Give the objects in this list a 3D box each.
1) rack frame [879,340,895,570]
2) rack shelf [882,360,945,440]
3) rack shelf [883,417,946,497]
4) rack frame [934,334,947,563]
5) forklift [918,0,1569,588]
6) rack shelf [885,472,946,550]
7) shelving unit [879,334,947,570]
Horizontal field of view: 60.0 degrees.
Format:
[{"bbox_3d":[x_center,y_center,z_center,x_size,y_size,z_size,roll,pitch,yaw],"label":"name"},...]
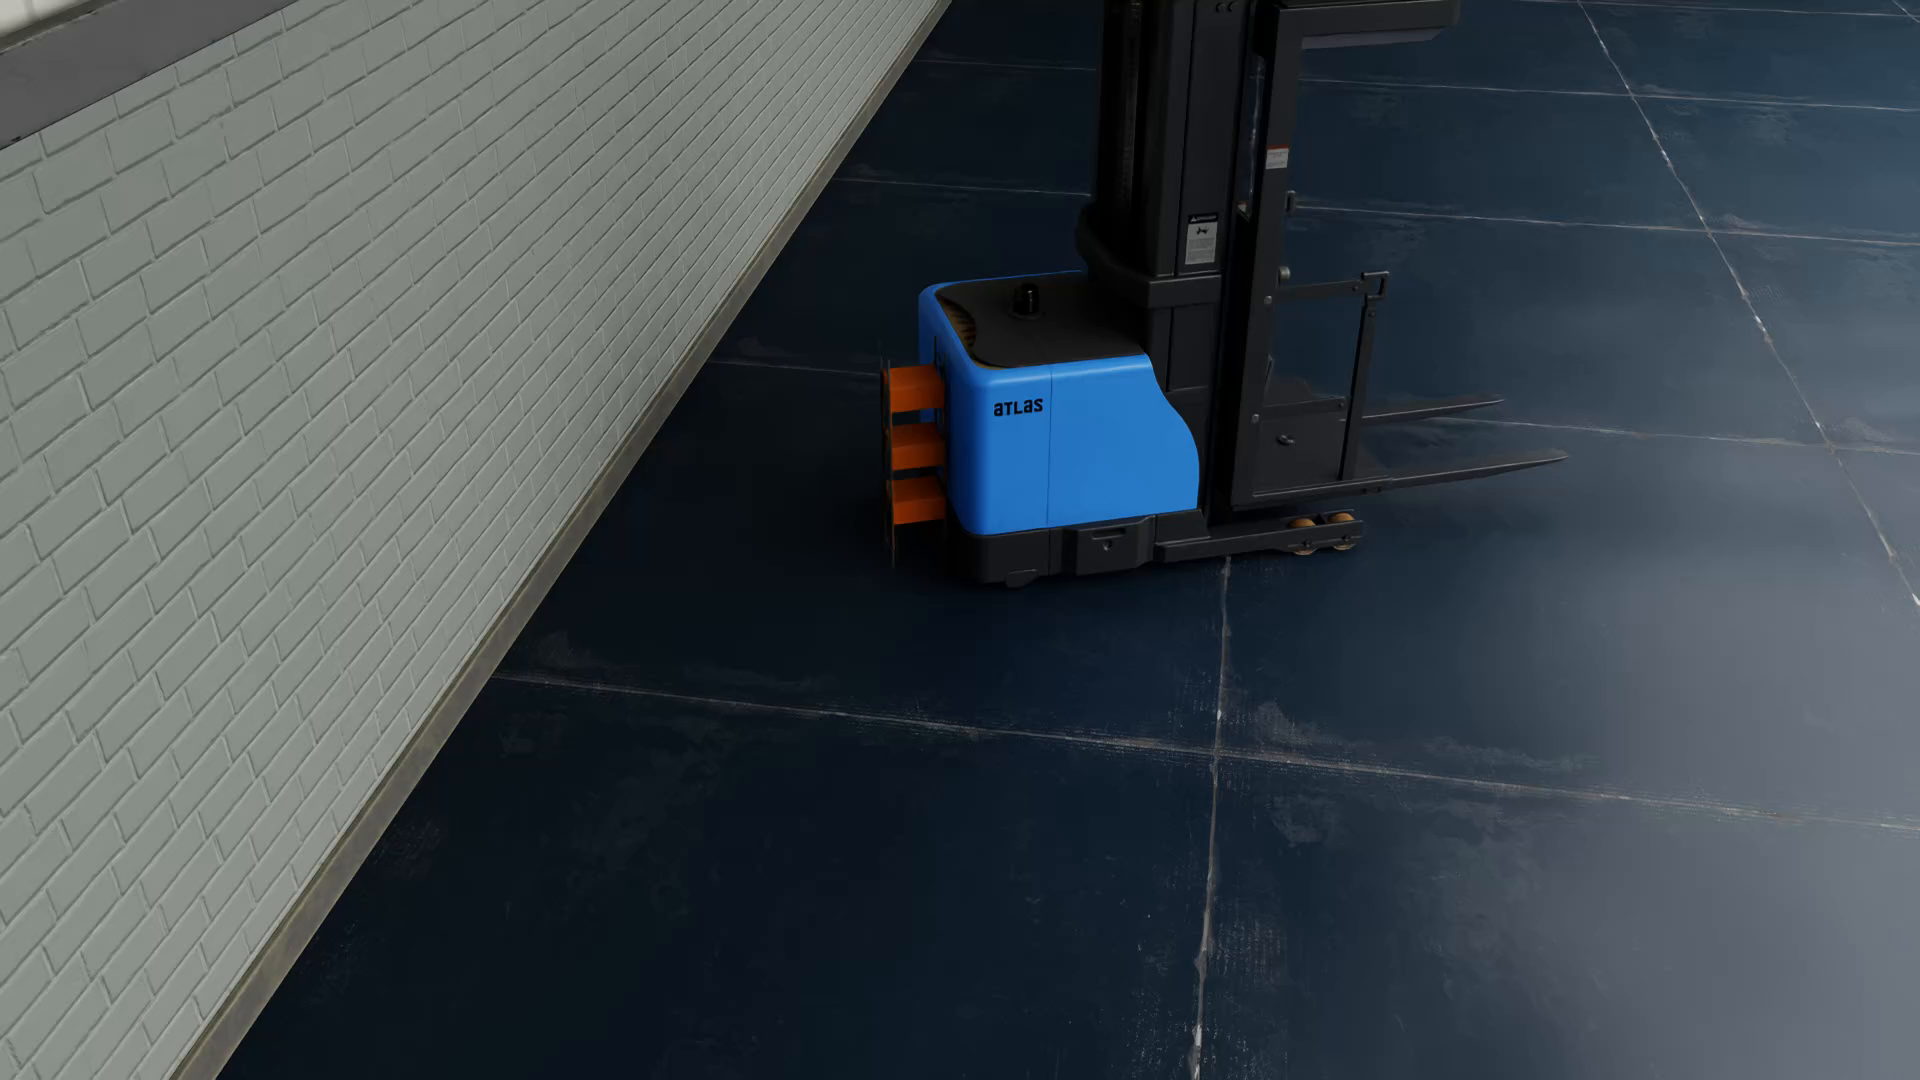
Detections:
[{"bbox_3d":[-0.323,-0.362,7.339,0.008,1.050,0.200,-7,33,-12],"label":"rack frame"},{"bbox_3d":[-0.204,-0.609,7.219,0.240,0.259,0.215,-7,33,-12],"label":"rack shelf"},{"bbox_3d":[-0.204,-0.369,7.369,0.240,0.259,0.215,-7,33,-12],"label":"rack shelf"},{"bbox_3d":[-0.086,-0.393,7.388,0.008,1.050,0.200,-7,33,-12],"label":"rack frame"},{"bbox_3d":[1.371,-1.437,7.283,3.031,2.935,1.130,-7,33,-12],"label":"forklift"},{"bbox_3d":[-0.204,-0.133,7.517,0.240,0.259,0.215,-7,33,-12],"label":"rack shelf"},{"bbox_3d":[-0.204,-0.378,7.364,0.252,1.050,0.215,-7,33,-12],"label":"shelving unit"}]
